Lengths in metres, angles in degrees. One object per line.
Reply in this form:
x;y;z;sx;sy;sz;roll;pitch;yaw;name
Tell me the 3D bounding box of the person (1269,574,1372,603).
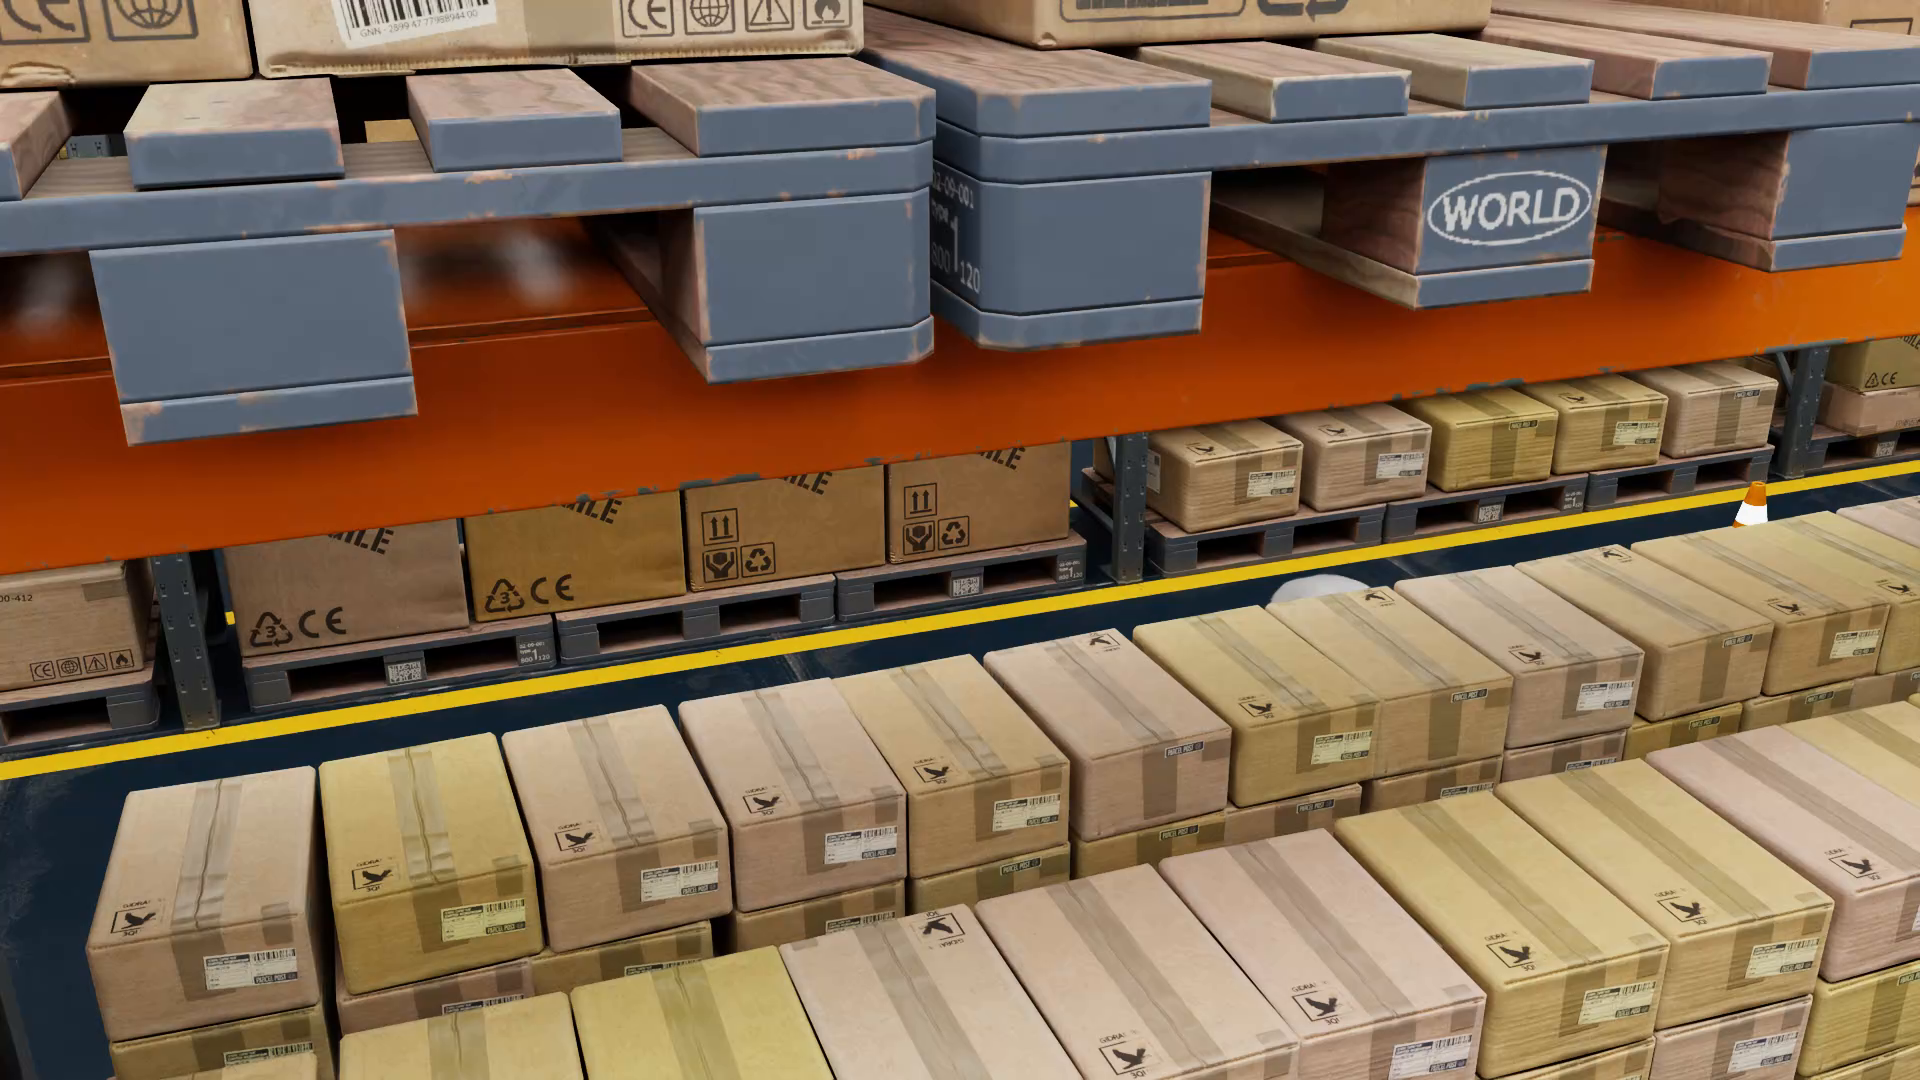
1.450;0.523;6.069;0.458;0.761;0.866;-9;24;-20;person
